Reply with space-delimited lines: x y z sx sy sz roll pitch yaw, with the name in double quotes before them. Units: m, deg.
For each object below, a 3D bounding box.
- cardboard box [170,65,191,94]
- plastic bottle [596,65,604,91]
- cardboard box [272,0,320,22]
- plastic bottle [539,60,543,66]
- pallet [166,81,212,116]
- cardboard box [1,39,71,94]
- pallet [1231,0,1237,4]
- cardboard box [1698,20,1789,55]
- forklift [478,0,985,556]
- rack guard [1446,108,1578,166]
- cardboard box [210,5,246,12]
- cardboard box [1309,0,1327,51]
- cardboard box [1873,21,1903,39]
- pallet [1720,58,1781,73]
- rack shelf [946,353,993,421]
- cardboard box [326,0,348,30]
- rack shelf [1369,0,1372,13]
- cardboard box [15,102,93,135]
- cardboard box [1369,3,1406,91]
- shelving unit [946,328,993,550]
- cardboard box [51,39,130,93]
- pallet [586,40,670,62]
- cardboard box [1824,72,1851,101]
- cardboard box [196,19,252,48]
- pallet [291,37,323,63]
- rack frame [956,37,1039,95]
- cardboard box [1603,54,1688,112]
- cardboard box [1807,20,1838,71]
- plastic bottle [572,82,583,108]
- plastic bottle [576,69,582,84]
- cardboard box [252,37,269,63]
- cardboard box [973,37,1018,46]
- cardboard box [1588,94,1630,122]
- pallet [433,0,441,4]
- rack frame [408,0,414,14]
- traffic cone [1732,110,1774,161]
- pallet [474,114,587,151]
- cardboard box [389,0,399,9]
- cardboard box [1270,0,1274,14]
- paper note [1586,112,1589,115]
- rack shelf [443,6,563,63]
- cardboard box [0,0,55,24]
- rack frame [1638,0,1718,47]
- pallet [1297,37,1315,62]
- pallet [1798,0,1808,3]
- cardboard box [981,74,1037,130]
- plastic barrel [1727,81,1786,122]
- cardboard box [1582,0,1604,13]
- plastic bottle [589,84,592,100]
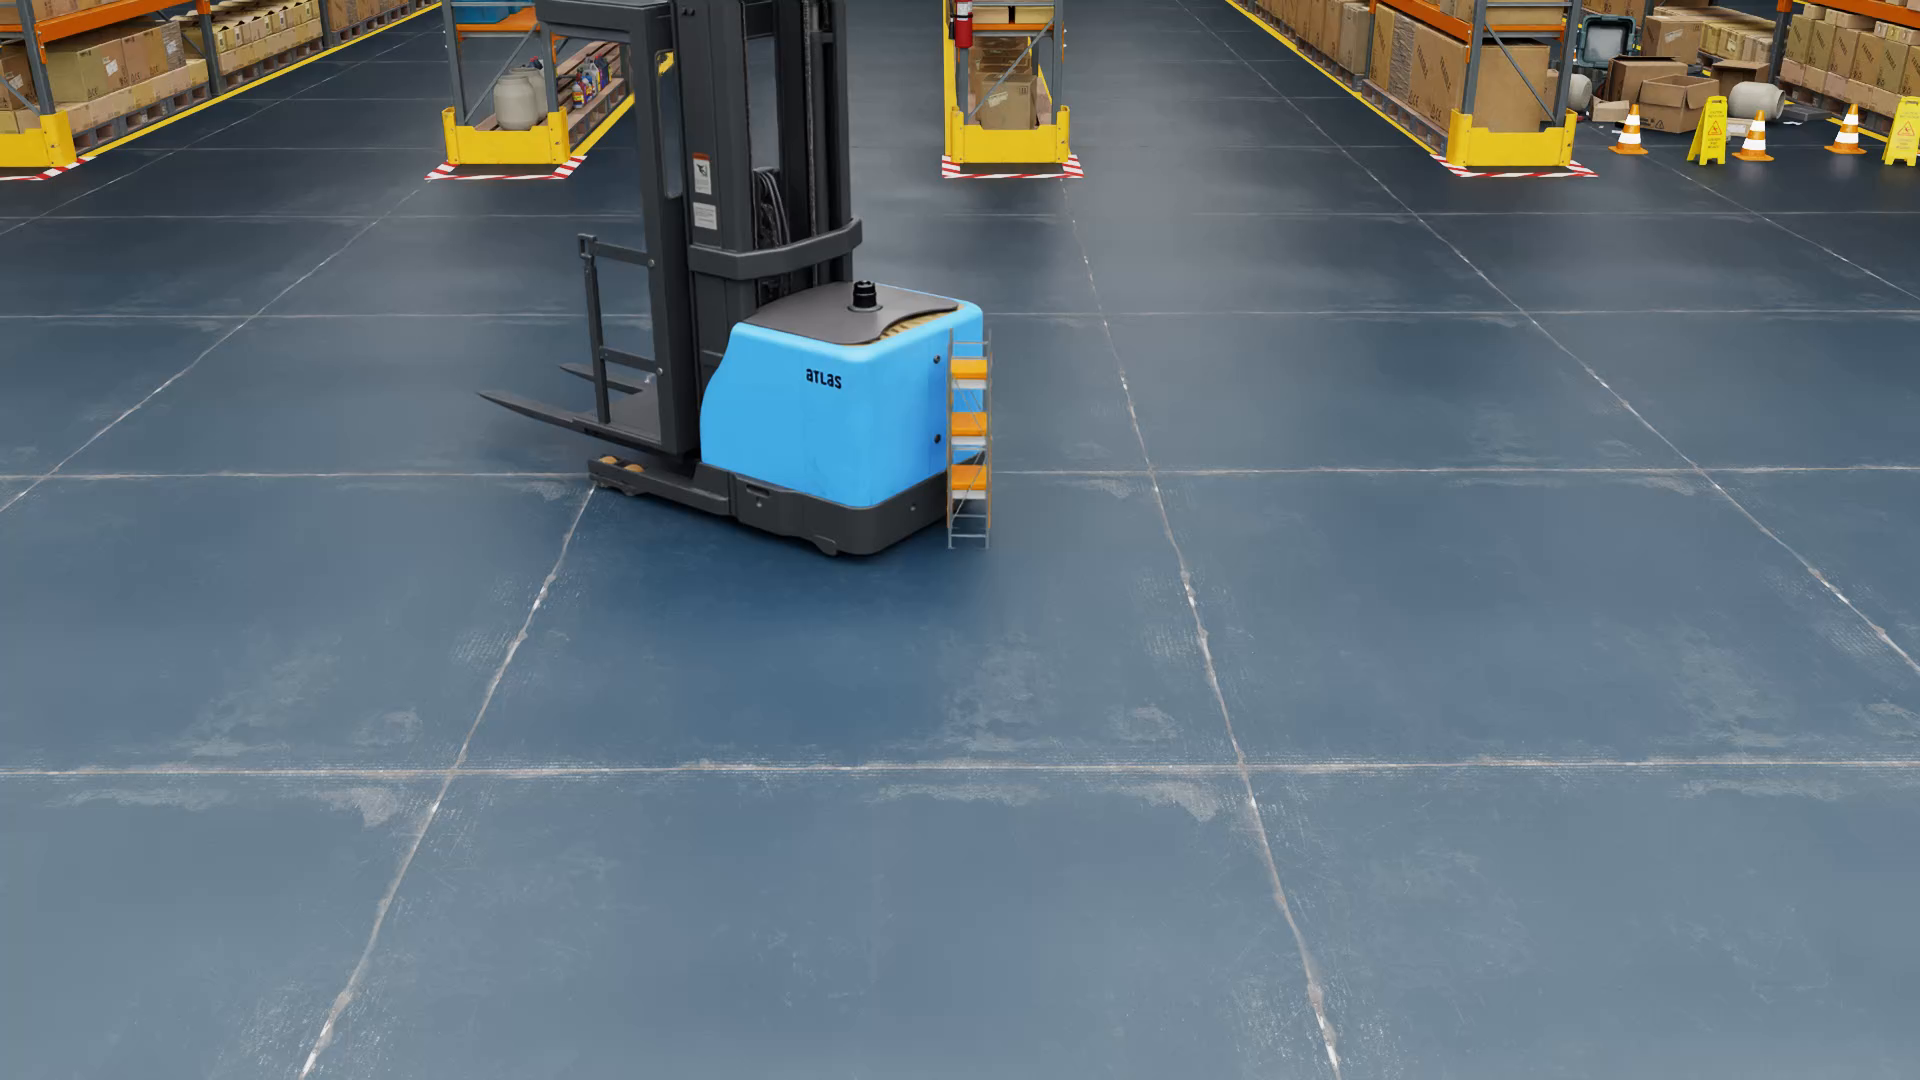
"cardboard box" -9.237 -5.306 19.170 0.500 0.250 0.500 0 24 -1
"plastic bottle" -4.162 -5.337 19.174 0.061 0.283 0.133 1 24 3
"cardboard box" -9.248 -7.392 23.100 0.500 0.311 0.500 0 24 1
"plastic bottle" -4.907 -5.478 19.493 0.152 0.276 0.135 1 24 1
"pallet" -9.490 -5.166 19.415 1.003 0.211 1.213 0 24 -1
"cardboard box" -9.742 -5.028 17.643 0.500 0.500 0.500 0 24 -1
"pallet" 5.264 -9.594 29.207 1.003 0.211 1.213 0 24 -1
"cardboard box" 10.330 -6.644 21.980 0.950 0.372 0.625 1 24 1
"forklift" -1.362 -1.724 8.504 3.031 2.935 1.130 17 29 32
"rack guard" 5.454 -3.991 16.467 1.175 0.500 0.348 0 24 -1
"cardboard box" -9.770 -6.963 22.151 0.500 0.311 0.500 -1 24 -2
"cardboard box" 5.296 -6.991 22.287 1.050 0.750 0.750 0 24 0
"cardboard box" 10.061 -5.471 17.837 0.380 0.149 0.250 1 24 2
"pallet" 10.349 -5.902 21.043 1.003 0.211 1.213 0 24 -1
"rack shelf" 0.047 -0.732 7.932 0.215 0.259 0.240 1 24 2
"cardboard box" -9.219 -7.663 24.052 0.500 0.500 0.500 1 24 2
"rack shelf" 5.388 -7.284 21.588 1.077 0.370 4.000 0 24 -1
"cardboard box" -9.196 -4.276 16.892 0.500 0.250 0.500 0 24 -1
"cardboard box" 5.347 -5.751 19.395 0.875 0.875 0.875 0 24 0
"shelving unit" 0.047 -0.483 8.044 0.215 1.050 0.252 1 24 2
"cardboard box" -9.222 -5.030 17.648 0.500 0.500 0.500 0 24 -1
"pallet" -4.577 -6.843 23.124 1.003 0.211 1.213 0 24 -1
"cardboard box" 10.121 -5.107 18.729 0.500 0.250 0.500 -1 24 -1
"cardboard box" -9.212 -6.336 20.765 0.500 0.311 0.500 -1 24 -1
"pallet" -9.530 -6.802 23.034 1.003 0.211 1.213 0 24 -1
"rack frame" 0.449 -6.807 19.661 1.000 3.000 0.127 0 24 -1
"cardboard box" 7.833 -5.225 19.028 0.797 0.637 0.503 0 24 -1
"cardboard box" 10.113 -5.667 19.057 0.500 0.500 0.500 1 24 2
"plastic bottle" -4.168 -4.842 18.093 0.097 0.271 0.097 0 24 0
"plastic bottle" -4.311 -5.204 18.878 0.061 0.283 0.133 0 24 -1
"cardboard box" -9.226 -6.294 21.353 0.500 0.250 0.500 -1 24 -2
"cardboard box" 0.414 -5.694 19.724 0.500 0.500 0.500 -1 24 -2
"cardboard box" 7.271 -4.842 18.633 0.396 0.266 0.258 4 25 9
"pallet" -9.566 -9.577 29.169 1.003 0.211 1.213 0 24 -1
"rack frame" -9.544 -10.060 26.854 1.000 3.000 0.127 0 24 -1
"traffic cone" 8.002 -4.074 16.696 0.336 0.463 0.334 0 24 -1
"pallet" -4.511 -4.232 17.351 1.003 0.211 1.213 0 24 -1
"cardboard box" -9.255 -8.716 26.381 0.500 0.500 0.500 0 24 0
"cardboard box" 5.092 -8.397 25.700 0.500 0.500 0.500 0 24 0
"paper note" 7.255 -4.880 19.012 0.172 0.023 0.155 8 26 18
"rack shelf" -4.481 -5.633 17.937 1.077 0.370 4.000 0 24 -1
"cardboard box" -9.405 -5.354 16.326 0.700 0.500 0.500 0 24 -1
"rack frame" 10.315 -8.500 23.403 1.000 3.000 0.127 0 24 -1
"pallet" 5.300 -6.840 23.118 1.003 0.211 1.213 0 24 -1
"pallet" 15.212 -9.688 29.415 1.003 0.211 1.213 0 24 -1
"cardboard box" 0.503 -4.469 17.014 0.500 0.500 0.500 4 25 9
"plastic barrel" 8.866 -4.874 18.512 0.512 0.421 0.421 19 30 35
"cardboard box" 10.376 -8.744 26.012 0.875 0.875 0.875 0 24 1
"plastic bottle" -4.174 -5.034 18.602 0.097 0.201 0.097 0 24 0
